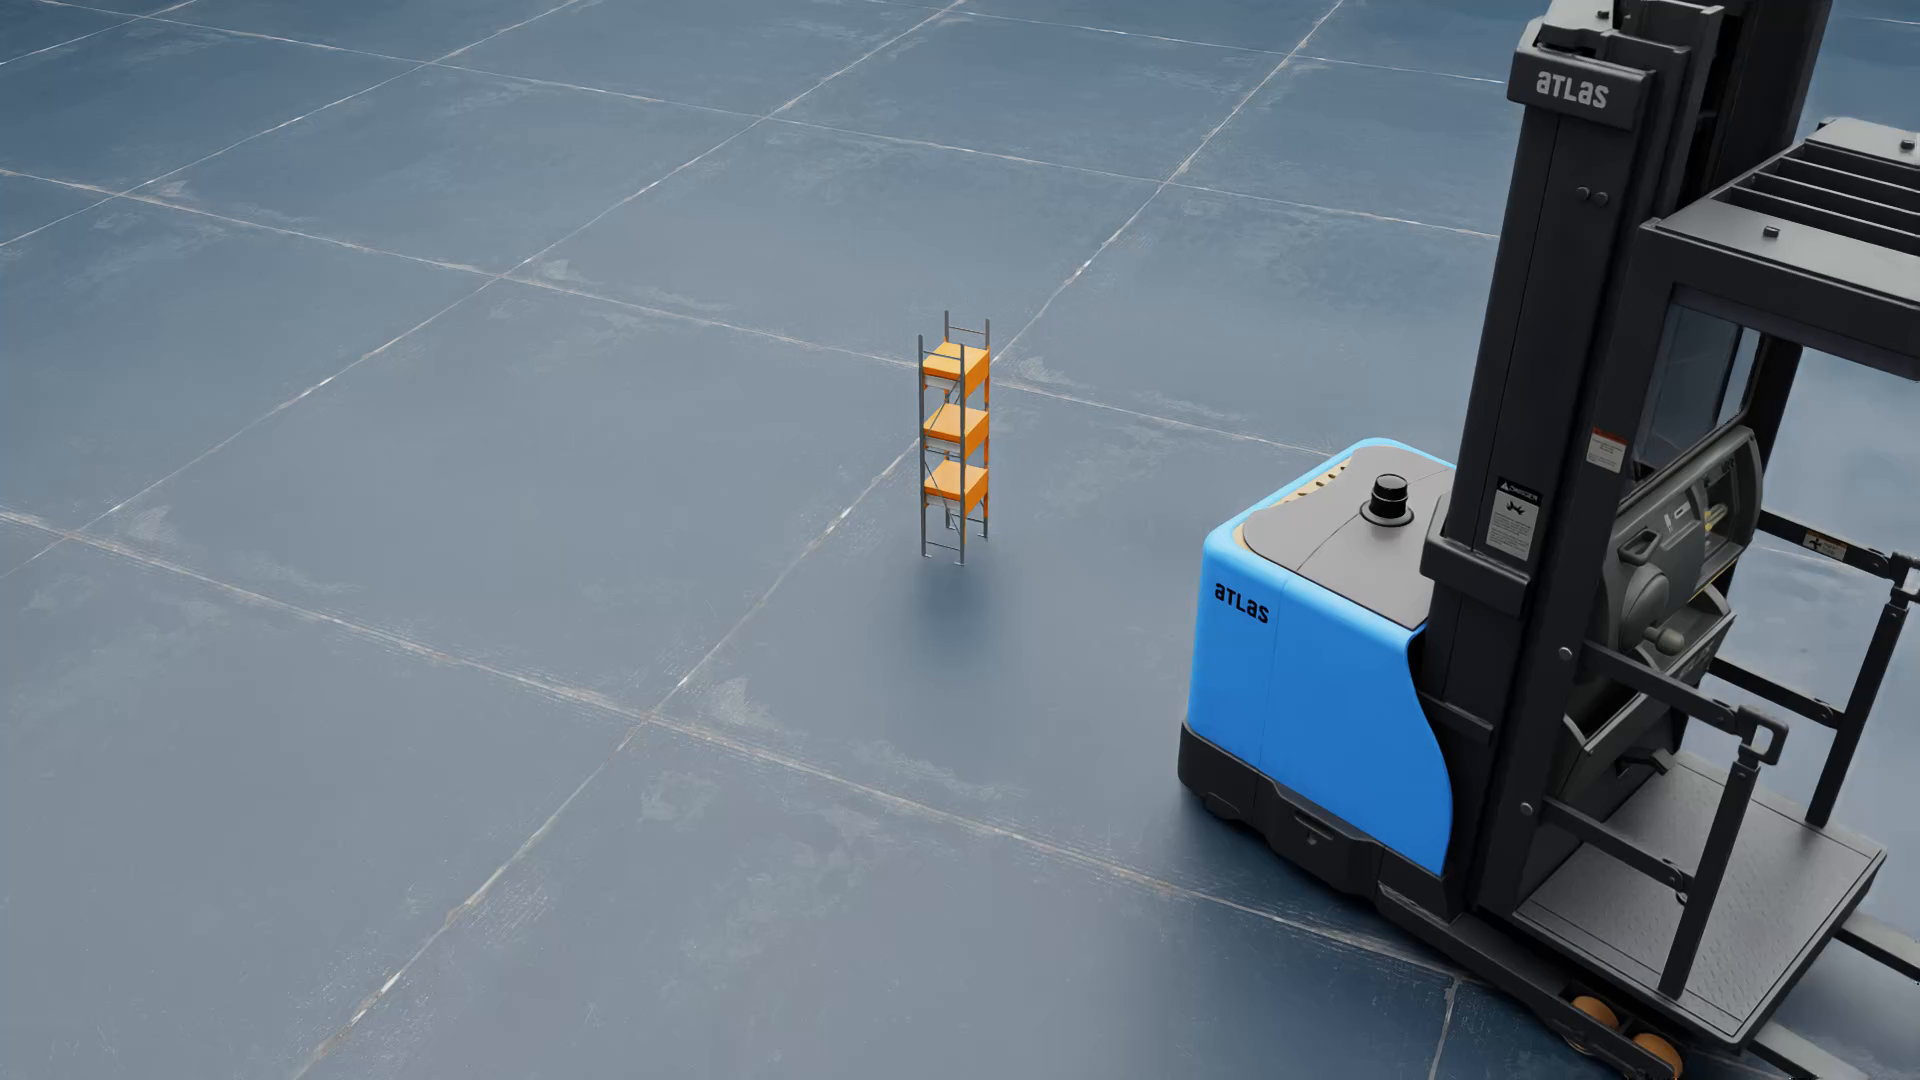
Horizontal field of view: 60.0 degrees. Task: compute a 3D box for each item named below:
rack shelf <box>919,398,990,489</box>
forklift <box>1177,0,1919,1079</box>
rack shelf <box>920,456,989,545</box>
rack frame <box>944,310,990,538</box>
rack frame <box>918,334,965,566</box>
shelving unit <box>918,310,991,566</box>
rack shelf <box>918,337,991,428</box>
[{"bbox_3d":[-0.022,-0.404,6.927,0.215,0.259,0.240,14,36,20],"label":"rack shelf"},{"bbox_3d":[2.156,0.050,4.500,1.130,2.935,3.031,-28,43,-36],"label":"forklift"},{"bbox_3d":[-0.022,-0.171,7.080,0.215,0.259,0.240,14,36,20],"label":"rack shelf"},{"bbox_3d":[0.029,-0.473,7.014,0.200,1.050,0.008,14,36,20],"label":"rack frame"},{"bbox_3d":[-0.073,-0.352,6.829,0.200,1.050,0.008,14,36,20],"label":"rack frame"},{"bbox_3d":[-0.022,-0.412,6.921,0.215,1.050,0.252,14,36,20],"label":"shelving unit"},{"bbox_3d":[-0.022,-0.641,6.772,0.215,0.259,0.240,14,36,20],"label":"rack shelf"}]
